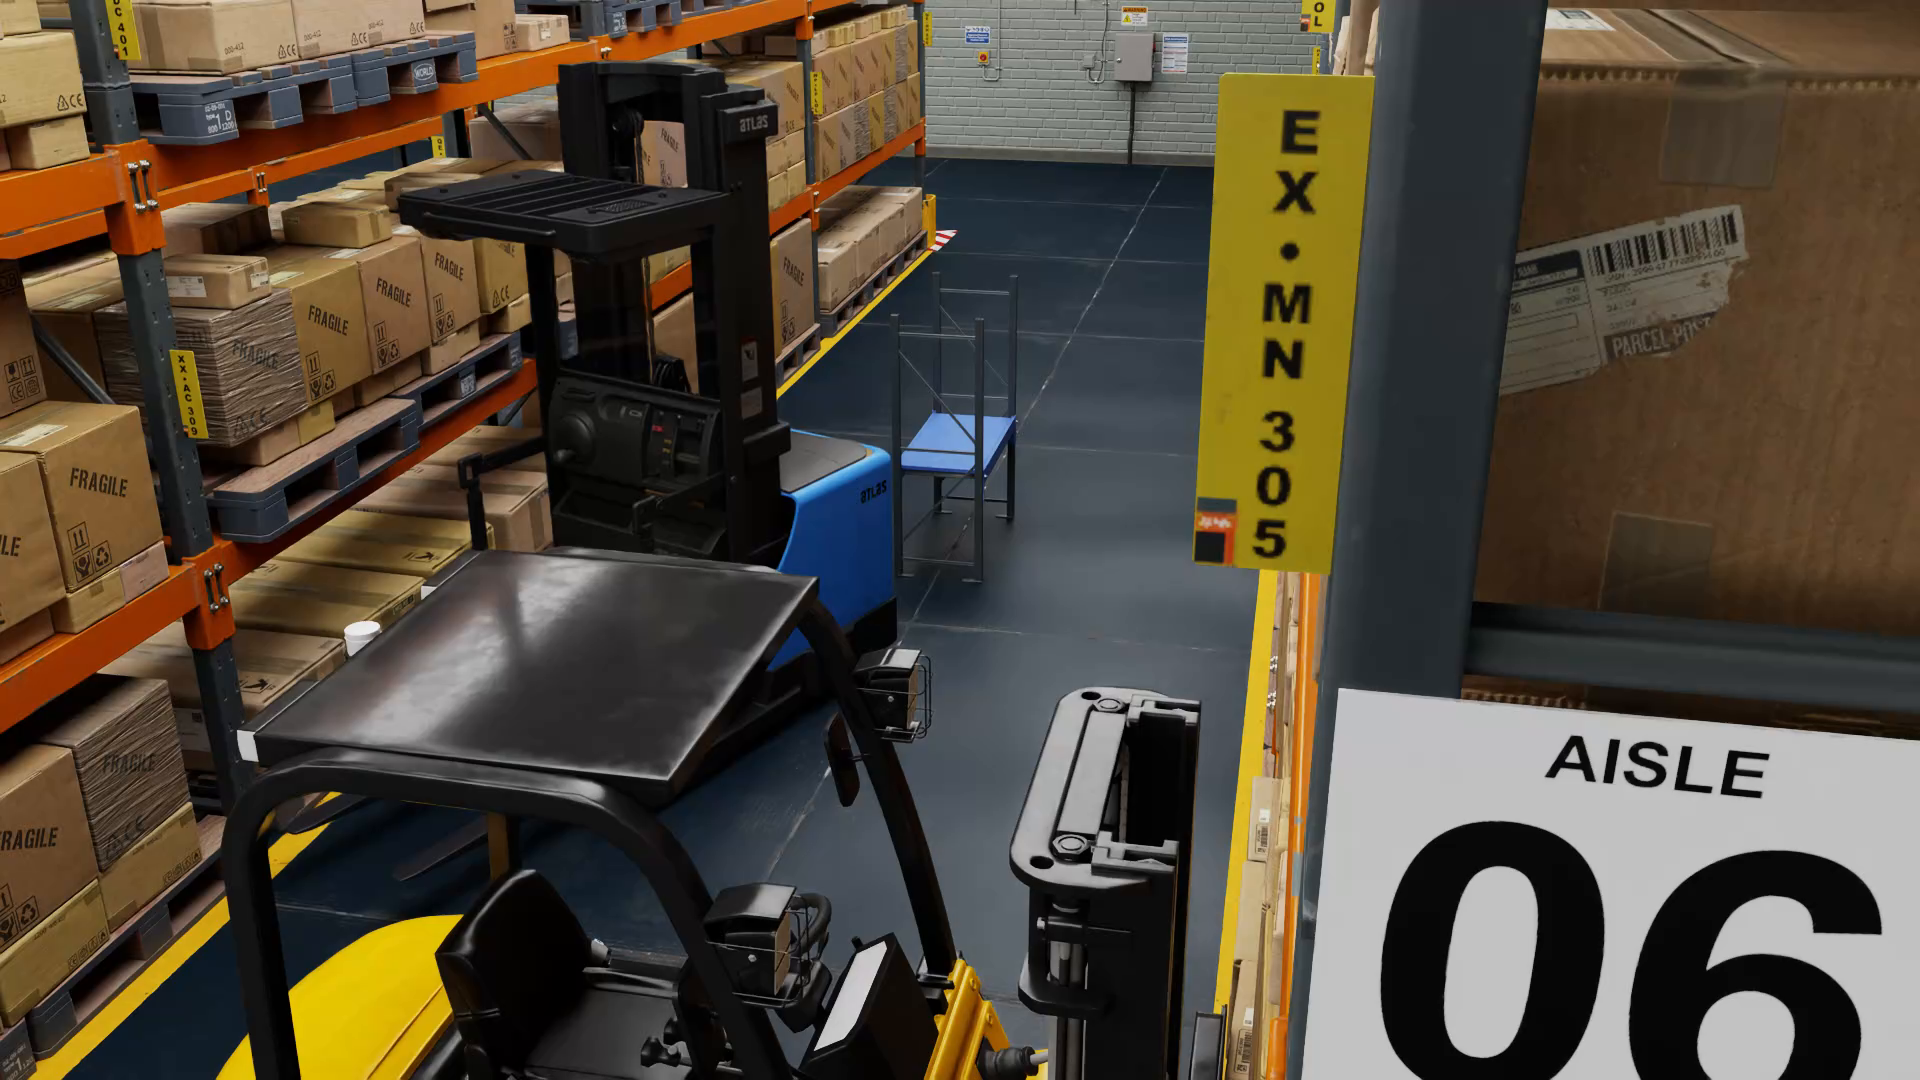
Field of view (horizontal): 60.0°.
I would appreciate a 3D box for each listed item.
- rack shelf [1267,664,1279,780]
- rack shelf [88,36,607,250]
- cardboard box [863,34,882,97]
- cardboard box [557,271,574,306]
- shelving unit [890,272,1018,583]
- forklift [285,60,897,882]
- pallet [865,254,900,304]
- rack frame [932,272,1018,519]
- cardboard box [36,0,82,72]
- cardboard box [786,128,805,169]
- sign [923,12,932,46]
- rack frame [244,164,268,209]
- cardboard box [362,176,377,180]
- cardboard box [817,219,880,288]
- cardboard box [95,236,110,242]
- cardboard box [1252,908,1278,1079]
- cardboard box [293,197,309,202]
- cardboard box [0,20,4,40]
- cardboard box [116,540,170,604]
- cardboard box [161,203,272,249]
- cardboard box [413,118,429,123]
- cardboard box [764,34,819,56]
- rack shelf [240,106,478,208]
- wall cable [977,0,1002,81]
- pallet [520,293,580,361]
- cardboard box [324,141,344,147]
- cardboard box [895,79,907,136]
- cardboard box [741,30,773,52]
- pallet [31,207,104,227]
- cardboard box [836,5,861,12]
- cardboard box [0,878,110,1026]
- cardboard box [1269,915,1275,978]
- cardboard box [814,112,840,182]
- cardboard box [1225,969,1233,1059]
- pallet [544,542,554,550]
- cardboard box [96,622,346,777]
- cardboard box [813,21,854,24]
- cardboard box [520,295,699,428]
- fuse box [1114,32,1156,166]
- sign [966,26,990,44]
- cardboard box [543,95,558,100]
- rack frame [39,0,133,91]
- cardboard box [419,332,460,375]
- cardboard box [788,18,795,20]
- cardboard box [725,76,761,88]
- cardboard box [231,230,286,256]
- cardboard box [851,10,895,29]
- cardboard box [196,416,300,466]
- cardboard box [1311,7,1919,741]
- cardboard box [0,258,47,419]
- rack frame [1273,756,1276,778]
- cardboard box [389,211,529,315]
[{"bbox_3d":[1.145,1.283,3.617,1.077,0.370,4.000,4,22,11],"label":"rack shelf"},{"bbox_3d":[-2.899,-1.949,7.625,1.077,0.370,4.000,4,22,11],"label":"rack shelf"},{"bbox_3d":[-1.010,-4.306,15.058,0.500,0.500,0.500,4,22,11],"label":"cardboard box"},{"bbox_3d":[-2.319,-1.364,8.999,0.380,0.149,0.250,4,22,10],"label":"cardboard box"},{"bbox_3d":[-0.017,-0.665,9.496,0.538,1.500,1.048,4,22,11],"label":"shelving unit"},{"bbox_3d":[-1.533,-0.438,7.017,1.130,2.935,3.031,13,26,30],"label":"forklift"},{"bbox_3d":[-1.196,-2.512,15.807,1.003,0.211,1.213,4,22,11],"label":"pallet"},{"bbox_3d":[0.086,-0.850,9.958,0.500,1.500,0.032,4,22,11],"label":"rack frame"},{"bbox_3d":[-3.330,-1.901,6.182,0.500,0.250,0.500,4,22,10],"label":"cardboard box"},{"bbox_3d":[-1.527,-3.068,12.988,0.500,0.250,0.500,4,22,11],"label":"cardboard box"},{"bbox_3d":[-0.330,-5.149,16.756,0.100,0.325,0.005,4,22,11],"label":"sign"},{"bbox_3d":[-6.541,-3.426,14.345,1.000,3.000,0.127,4,22,11],"label":"rack frame"},{"bbox_3d":[-6.103,-3.761,17.635,0.380,0.149,0.250,5,22,12],"label":"cardboard box"},{"bbox_3d":[-1.259,-2.641,15.262,0.875,0.438,0.875,4,22,9],"label":"cardboard box"},{"bbox_3d":[-6.564,-2.330,13.405,0.500,0.250,0.500,6,23,13],"label":"cardboard box"},{"bbox_3d":[0.799,1.057,3.079,0.500,0.500,0.500,4,22,10],"label":"cardboard box"},{"bbox_3d":[-6.371,-3.289,16.463,0.380,0.149,0.250,5,22,11],"label":"cardboard box"},{"bbox_3d":[-3.136,-1.571,4.993,0.380,0.149,0.250,4,22,10],"label":"cardboard box"},{"bbox_3d":[-3.074,0.098,5.932,0.380,0.149,0.250,4,22,10],"label":"cardboard box"},{"bbox_3d":[-3.273,-1.381,7.305,0.380,0.149,0.250,4,22,9],"label":"cardboard box"},{"bbox_3d":[-5.668,-4.355,16.989,0.380,0.149,0.250,5,22,12],"label":"cardboard box"},{"bbox_3d":[-1.356,-3.992,13.410,0.380,0.149,0.250,4,22,10],"label":"cardboard box"},{"bbox_3d":[-6.133,-3.824,16.295,1.077,0.370,4.000,4,22,11],"label":"rack shelf"},{"bbox_3d":[0.269,-7.098,22.061,0.585,1.953,0.123,4,22,11],"label":"wall cable"},{"bbox_3d":[-2.532,-1.265,9.236,1.213,0.211,1.003,4,22,11],"label":"pallet"},{"bbox_3d":[-6.003,-3.776,15.550,0.380,0.149,0.250,5,22,12],"label":"cardboard box"},{"bbox_3d":[-0.815,-4.216,16.172,0.500,0.500,0.500,4,22,10],"label":"cardboard box"},{"bbox_3d":[-1.763,-4.122,13.732,0.380,0.149,0.250,5,22,12],"label":"cardboard box"},{"bbox_3d":[-6.994,-2.601,12.553,1.003,0.211,1.213,4,22,11],"label":"pallet"},{"bbox_3d":[-1.186,-5.149,16.284,0.380,0.149,0.250,5,22,12],"label":"cardboard box"},{"bbox_3d":[-3.263,1.353,5.597,0.500,0.250,0.500,4,22,9],"label":"cardboard box"},{"bbox_3d":[0.771,0.714,3.064,0.380,0.149,0.250,5,22,11],"label":"cardboard box"},{"bbox_3d":[-1.323,-3.283,13.857,0.500,0.500,0.500,5,23,13],"label":"cardboard box"},{"bbox_3d":[1.130,1.450,5.357,0.500,0.250,0.500,5,22,11],"label":"cardboard box"},{"bbox_3d":[-2.652,-0.043,9.679,1.003,0.211,1.213,4,22,11],"label":"pallet"},{"bbox_3d":[-3.203,0.672,7.124,0.950,0.372,0.625,5,22,12],"label":"cardboard box"},{"bbox_3d":[-1.145,-4.463,14.580,0.380,0.149,0.250,4,22,11],"label":"cardboard box"},{"bbox_3d":[-2.269,-1.078,10.797,0.875,0.875,0.875,4,22,10],"label":"cardboard box"},{"bbox_3d":[2.296,-5.801,21.967,0.539,1.711,0.414,4,22,11],"label":"fuse box"},{"bbox_3d":[0.234,-6.764,22.271,0.327,0.218,0.001,4,22,11],"label":"sign"},{"bbox_3d":[-2.437,-2.711,11.098,0.500,0.500,0.500,4,22,11],"label":"cardboard box"},{"bbox_3d":[-3.307,-2.942,5.114,1.000,3.000,0.127,4,22,11],"label":"rack frame"},{"bbox_3d":[-2.592,-0.890,7.824,0.380,0.149,0.250,5,23,13],"label":"cardboard box"},{"bbox_3d":[-1.565,-4.587,14.888,0.380,0.149,0.250,4,22,11],"label":"cardboard box"},{"bbox_3d":[-1.741,-3.039,11.913,0.500,0.500,0.500,5,23,13],"label":"cardboard box"},{"bbox_3d":[-3.226,-1.095,7.463,0.500,0.500,0.500,5,23,13],"label":"cardboard box"},{"bbox_3d":[-0.826,-4.928,15.735,0.380,0.149,0.250,5,22,12],"label":"cardboard box"},{"bbox_3d":[-2.885,-0.416,6.645,0.380,0.149,0.250,5,22,12],"label":"cardboard box"},{"bbox_3d":[0.588,-0.179,1.438,0.500,0.500,0.500,5,23,13],"label":"cardboard box"},{"bbox_3d":[-3.609,-0.663,5.615,0.700,0.500,0.500,4,22,10],"label":"cardboard box"},{"bbox_3d":[1.553,0.217,5.299,1.000,3.000,0.127,4,22,11],"label":"rack frame"},{"bbox_3d":[-2.508,-1.440,8.319,0.500,0.500,0.500,3,22,7],"label":"cardboard box"}]
